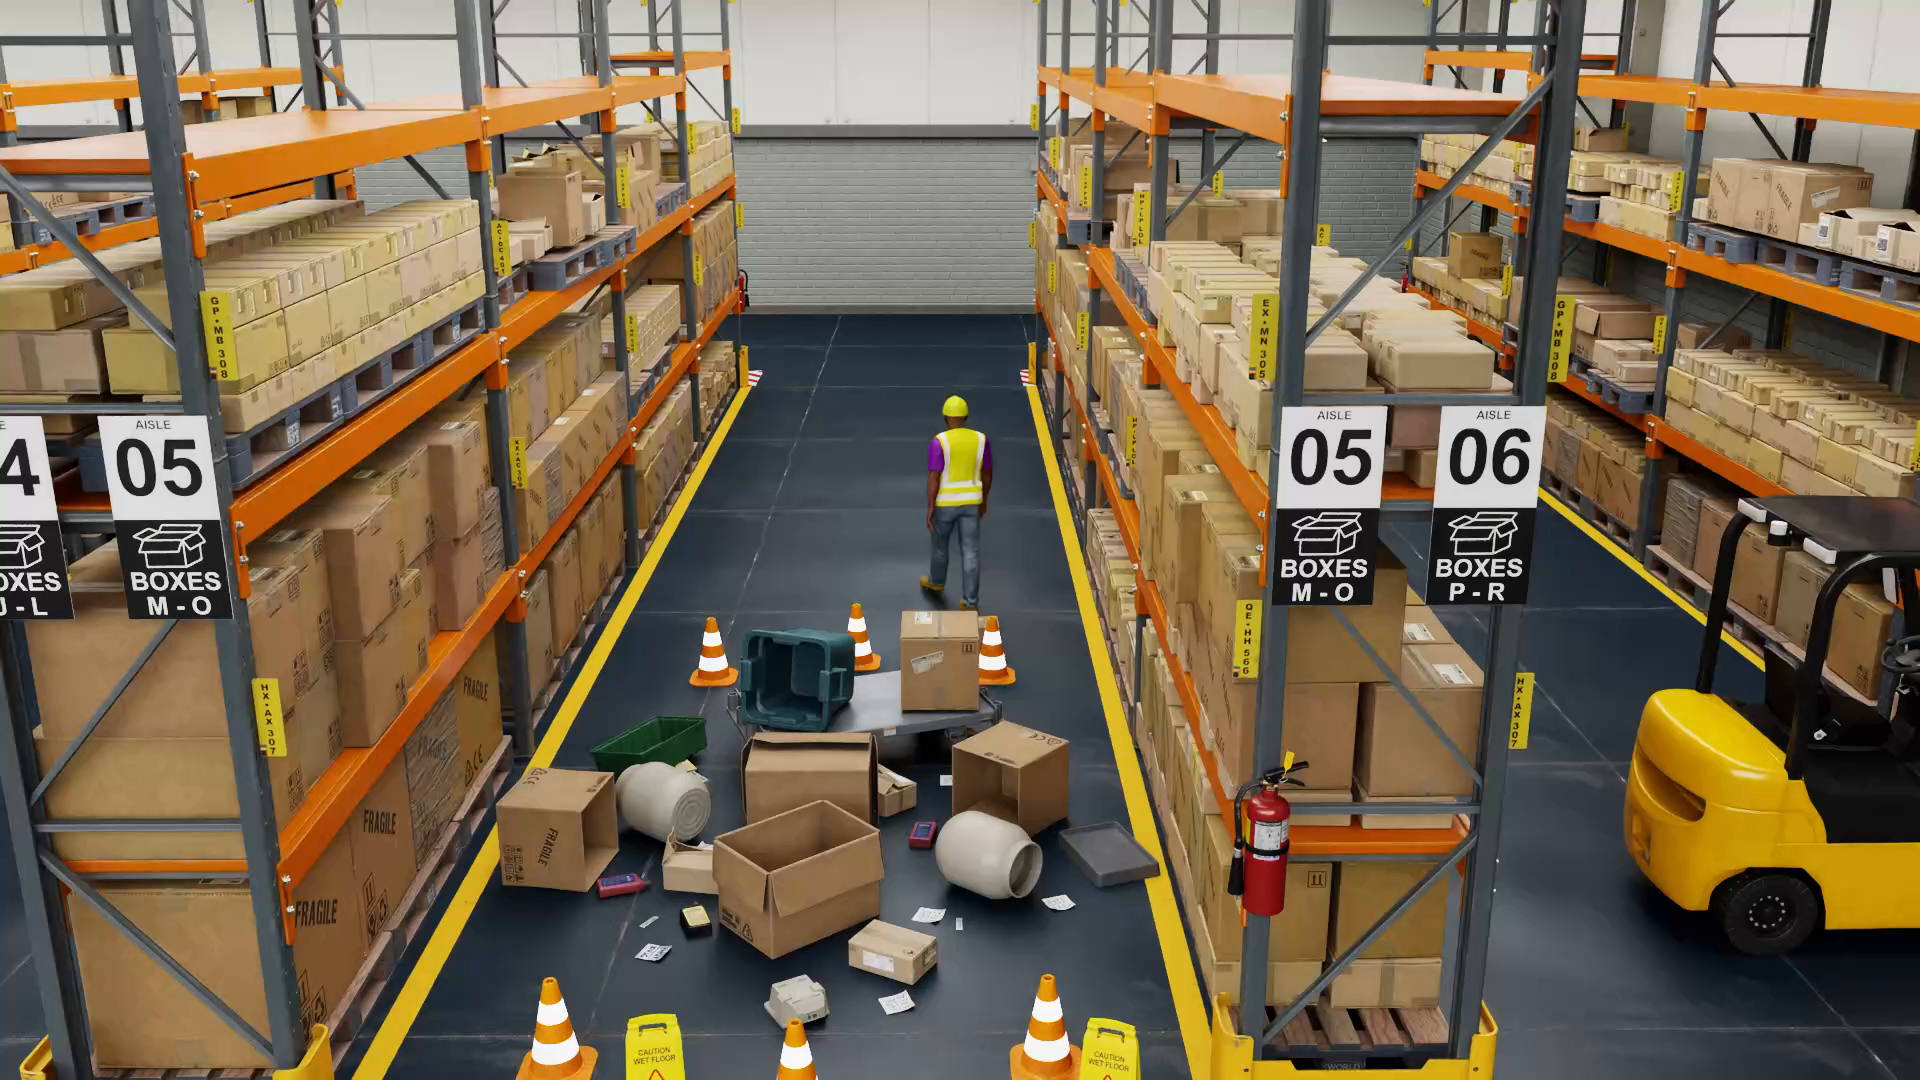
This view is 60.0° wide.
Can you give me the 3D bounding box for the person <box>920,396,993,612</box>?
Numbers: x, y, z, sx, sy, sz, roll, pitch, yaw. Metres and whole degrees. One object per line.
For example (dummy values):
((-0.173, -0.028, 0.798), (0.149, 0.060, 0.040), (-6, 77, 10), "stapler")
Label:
((-0.029, -0.333, 13.558), (0.604, 1.699, 0.986), (-4, 18, -14), "person")
